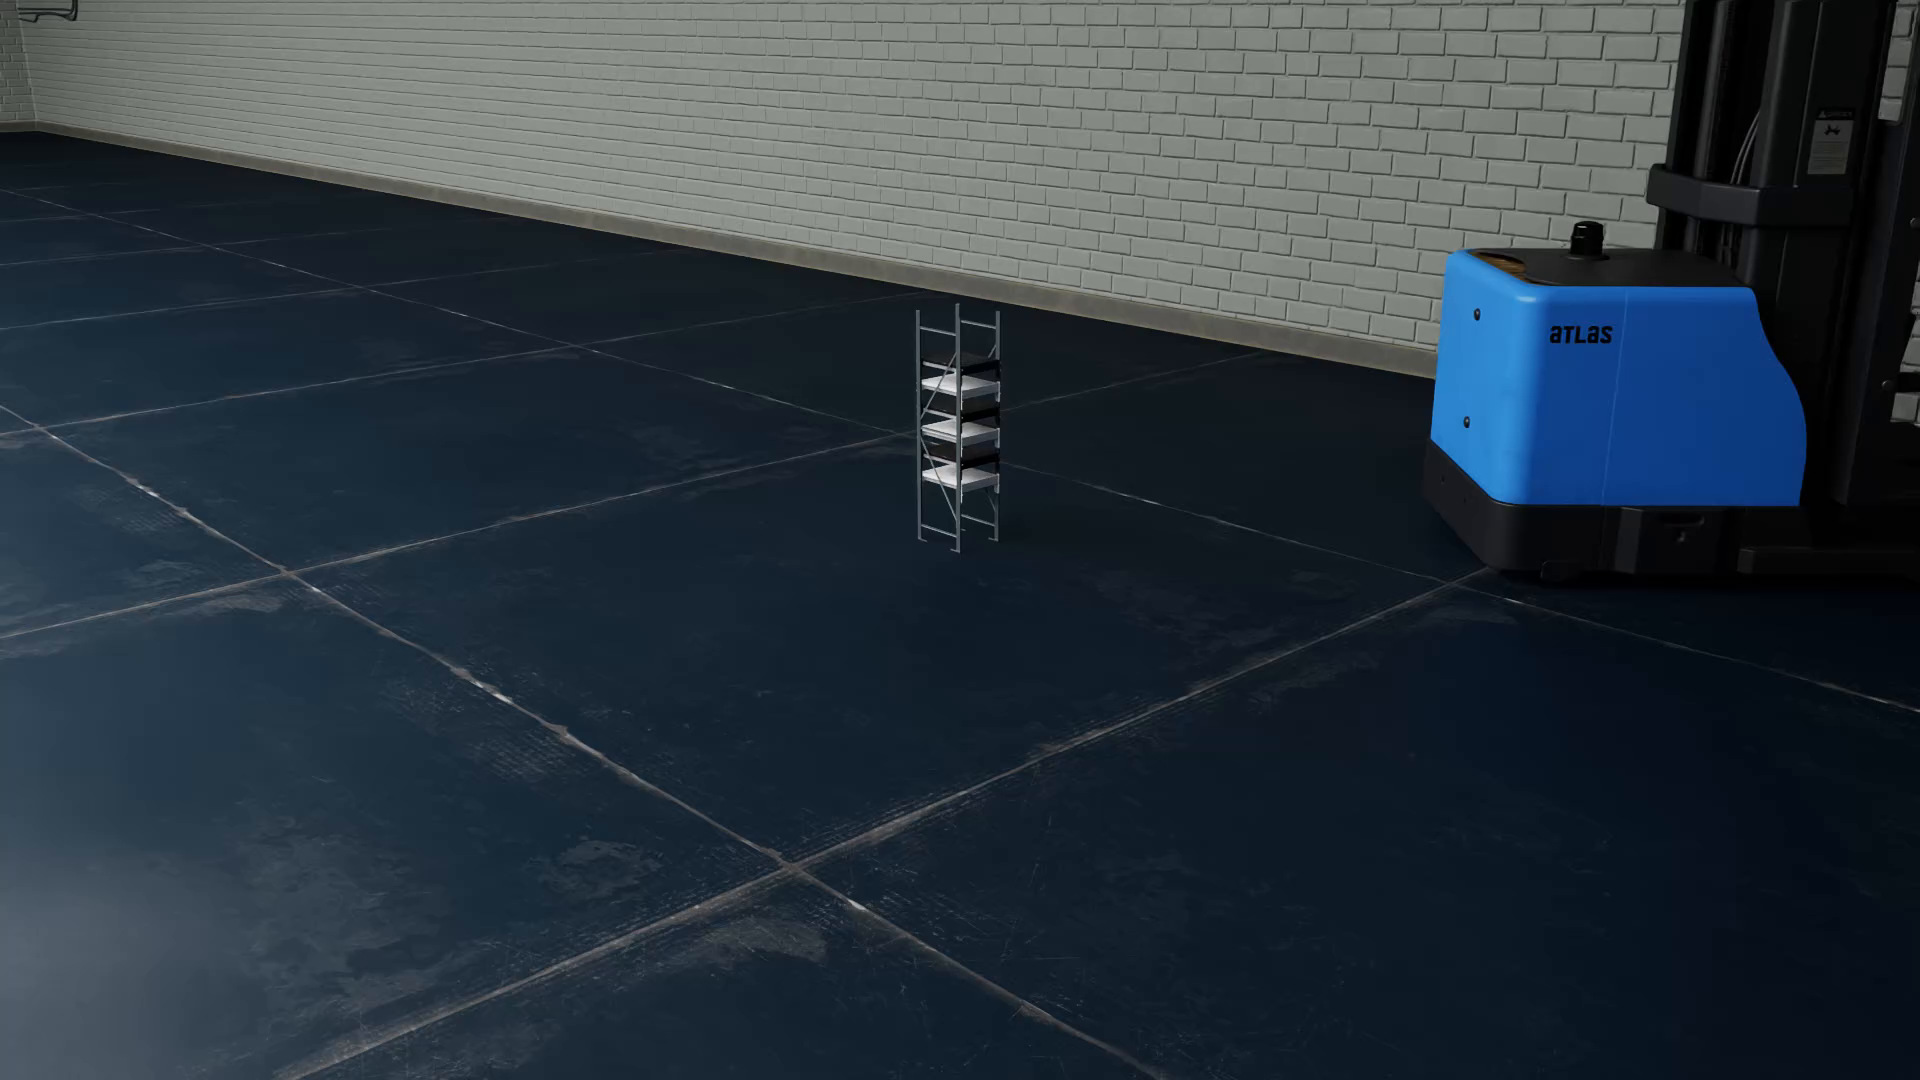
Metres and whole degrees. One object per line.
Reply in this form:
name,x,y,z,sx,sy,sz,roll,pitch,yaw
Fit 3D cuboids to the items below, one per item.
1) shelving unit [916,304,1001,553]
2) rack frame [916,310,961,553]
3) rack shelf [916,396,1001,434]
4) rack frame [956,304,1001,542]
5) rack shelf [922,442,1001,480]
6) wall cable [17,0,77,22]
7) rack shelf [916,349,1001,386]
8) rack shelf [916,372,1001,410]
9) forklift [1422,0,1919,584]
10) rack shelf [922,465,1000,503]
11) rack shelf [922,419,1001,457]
shelving unit,-0.006,-0.426,6.341,0.210,0.900,0.258,-16,24,-41
rack frame,-0.080,-0.405,6.274,0.006,0.900,0.240,-16,24,-41
rack shelf,-0.006,-0.480,6.323,0.200,0.077,0.258,-16,24,-41
rack frame,0.068,-0.448,6.407,0.006,0.900,0.240,-16,24,-41
rack shelf,-0.006,-0.309,6.379,0.200,0.077,0.258,-16,24,-41
wall cable,-13.951,-9.095,24.981,0.112,2.526,3.097,-16,24,-41
rack shelf,-0.006,-0.651,6.268,0.200,0.077,0.258,-16,24,-41
rack shelf,-0.006,-0.566,6.295,0.200,0.077,0.258,-16,24,-41
forklift,3.405,-1.373,5.966,3.031,2.935,1.130,0,18,1
rack shelf,-0.006,-0.223,6.406,0.200,0.077,0.258,-16,24,-41
rack shelf,-0.006,-0.395,6.351,0.200,0.077,0.258,-16,24,-41
